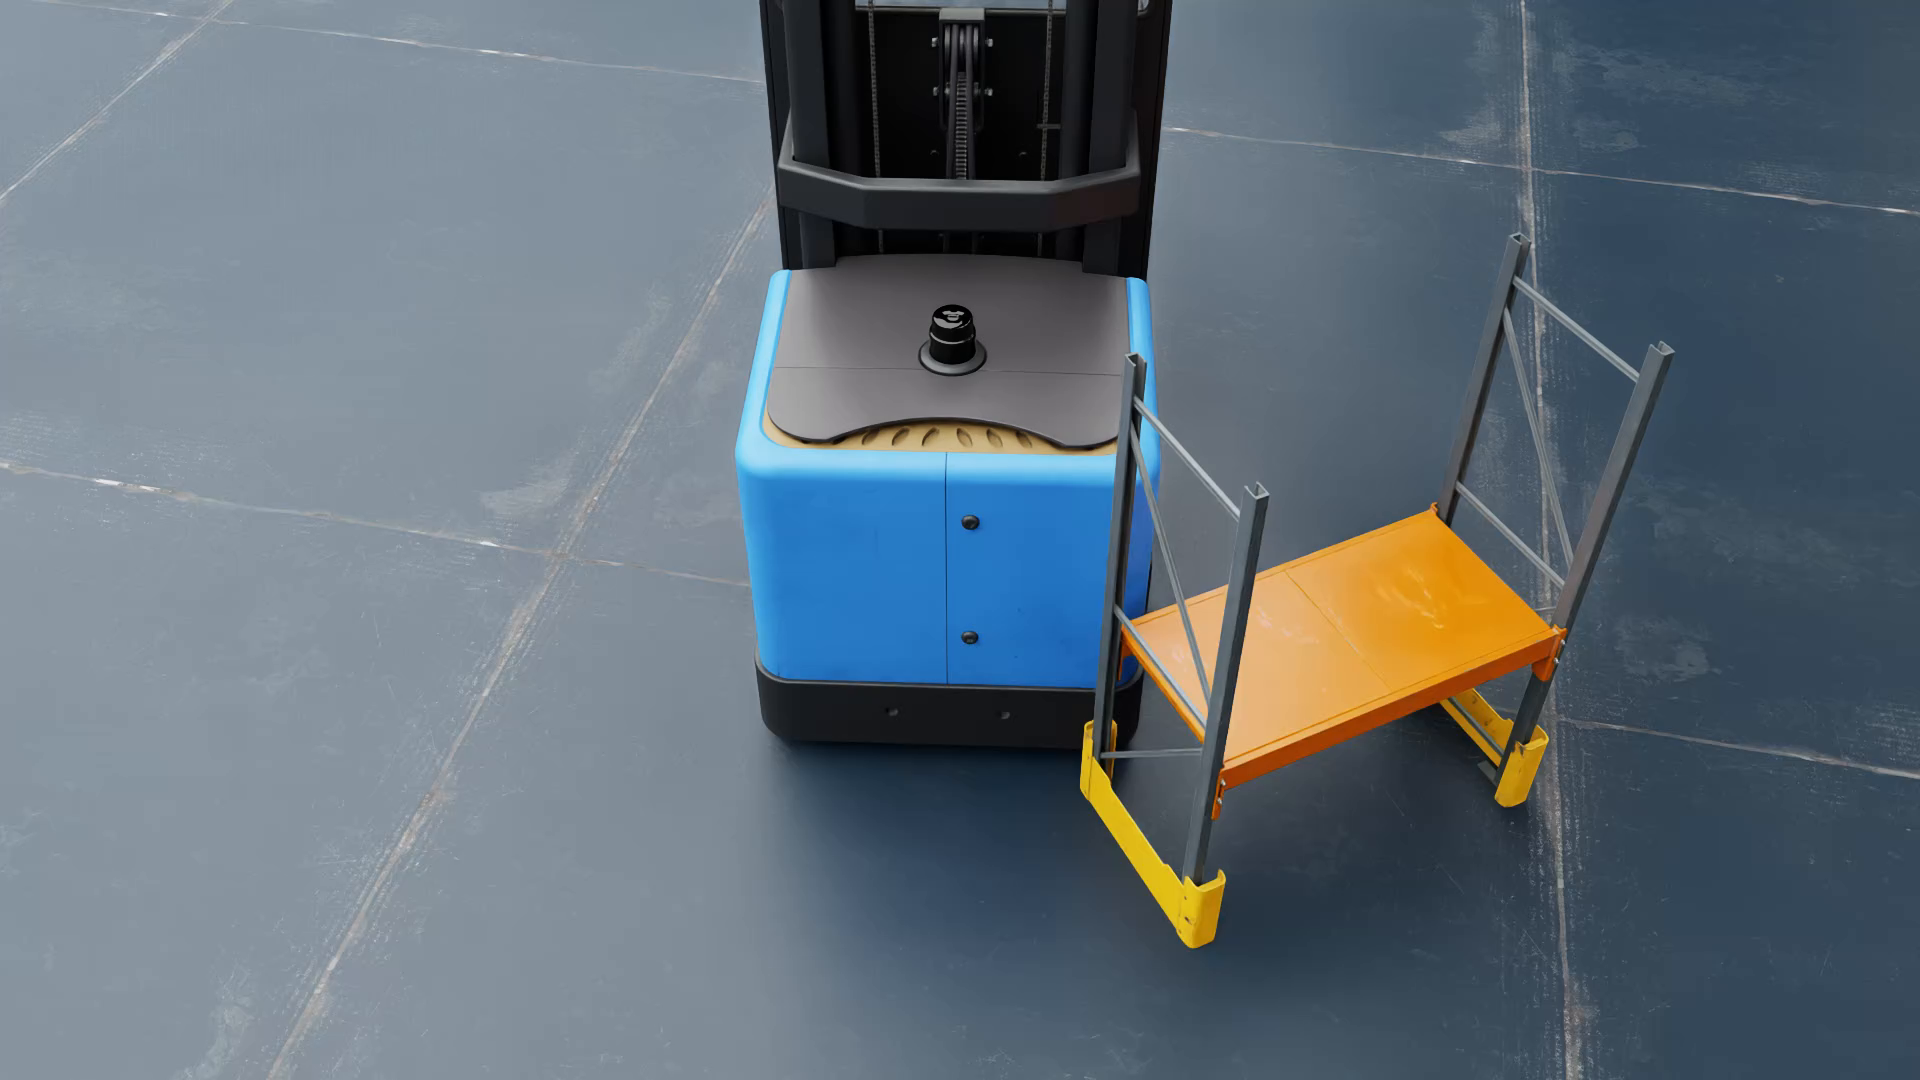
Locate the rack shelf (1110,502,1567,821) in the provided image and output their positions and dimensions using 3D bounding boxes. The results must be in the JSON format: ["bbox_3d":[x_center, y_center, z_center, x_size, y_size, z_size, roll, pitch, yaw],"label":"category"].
[{"bbox_3d":[0.925,0.278,4.140,1.000,0.185,0.538,-19,47,-18],"label":"rack shelf"}]

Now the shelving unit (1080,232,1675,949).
[{"bbox_3d":[0.934,0.145,4.018,1.083,1.500,0.587,-19,47,-18],"label":"shelving unit"}]

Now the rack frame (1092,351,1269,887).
[{"bbox_3d":[0.469,0.303,3.854,0.032,1.500,0.500,-19,47,-18],"label":"rack frame"}]

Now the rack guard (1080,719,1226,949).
[{"bbox_3d":[0.486,0.747,4.294,0.087,0.250,0.587,-19,47,-18],"label":"rack guard"}]

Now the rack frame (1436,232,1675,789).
[{"bbox_3d":[1.382,-0.007,4.176,0.032,1.500,0.500,-19,47,-18],"label":"rack frame"}]

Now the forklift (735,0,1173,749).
[{"bbox_3d":[0.024,-1.491,4.686,1.130,2.935,3.031,2,44,2],"label":"forklift"}]

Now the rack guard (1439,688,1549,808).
[{"bbox_3d":[1.381,0.444,4.609,0.087,0.250,0.587,-19,47,-18],"label":"rack guard"}]
